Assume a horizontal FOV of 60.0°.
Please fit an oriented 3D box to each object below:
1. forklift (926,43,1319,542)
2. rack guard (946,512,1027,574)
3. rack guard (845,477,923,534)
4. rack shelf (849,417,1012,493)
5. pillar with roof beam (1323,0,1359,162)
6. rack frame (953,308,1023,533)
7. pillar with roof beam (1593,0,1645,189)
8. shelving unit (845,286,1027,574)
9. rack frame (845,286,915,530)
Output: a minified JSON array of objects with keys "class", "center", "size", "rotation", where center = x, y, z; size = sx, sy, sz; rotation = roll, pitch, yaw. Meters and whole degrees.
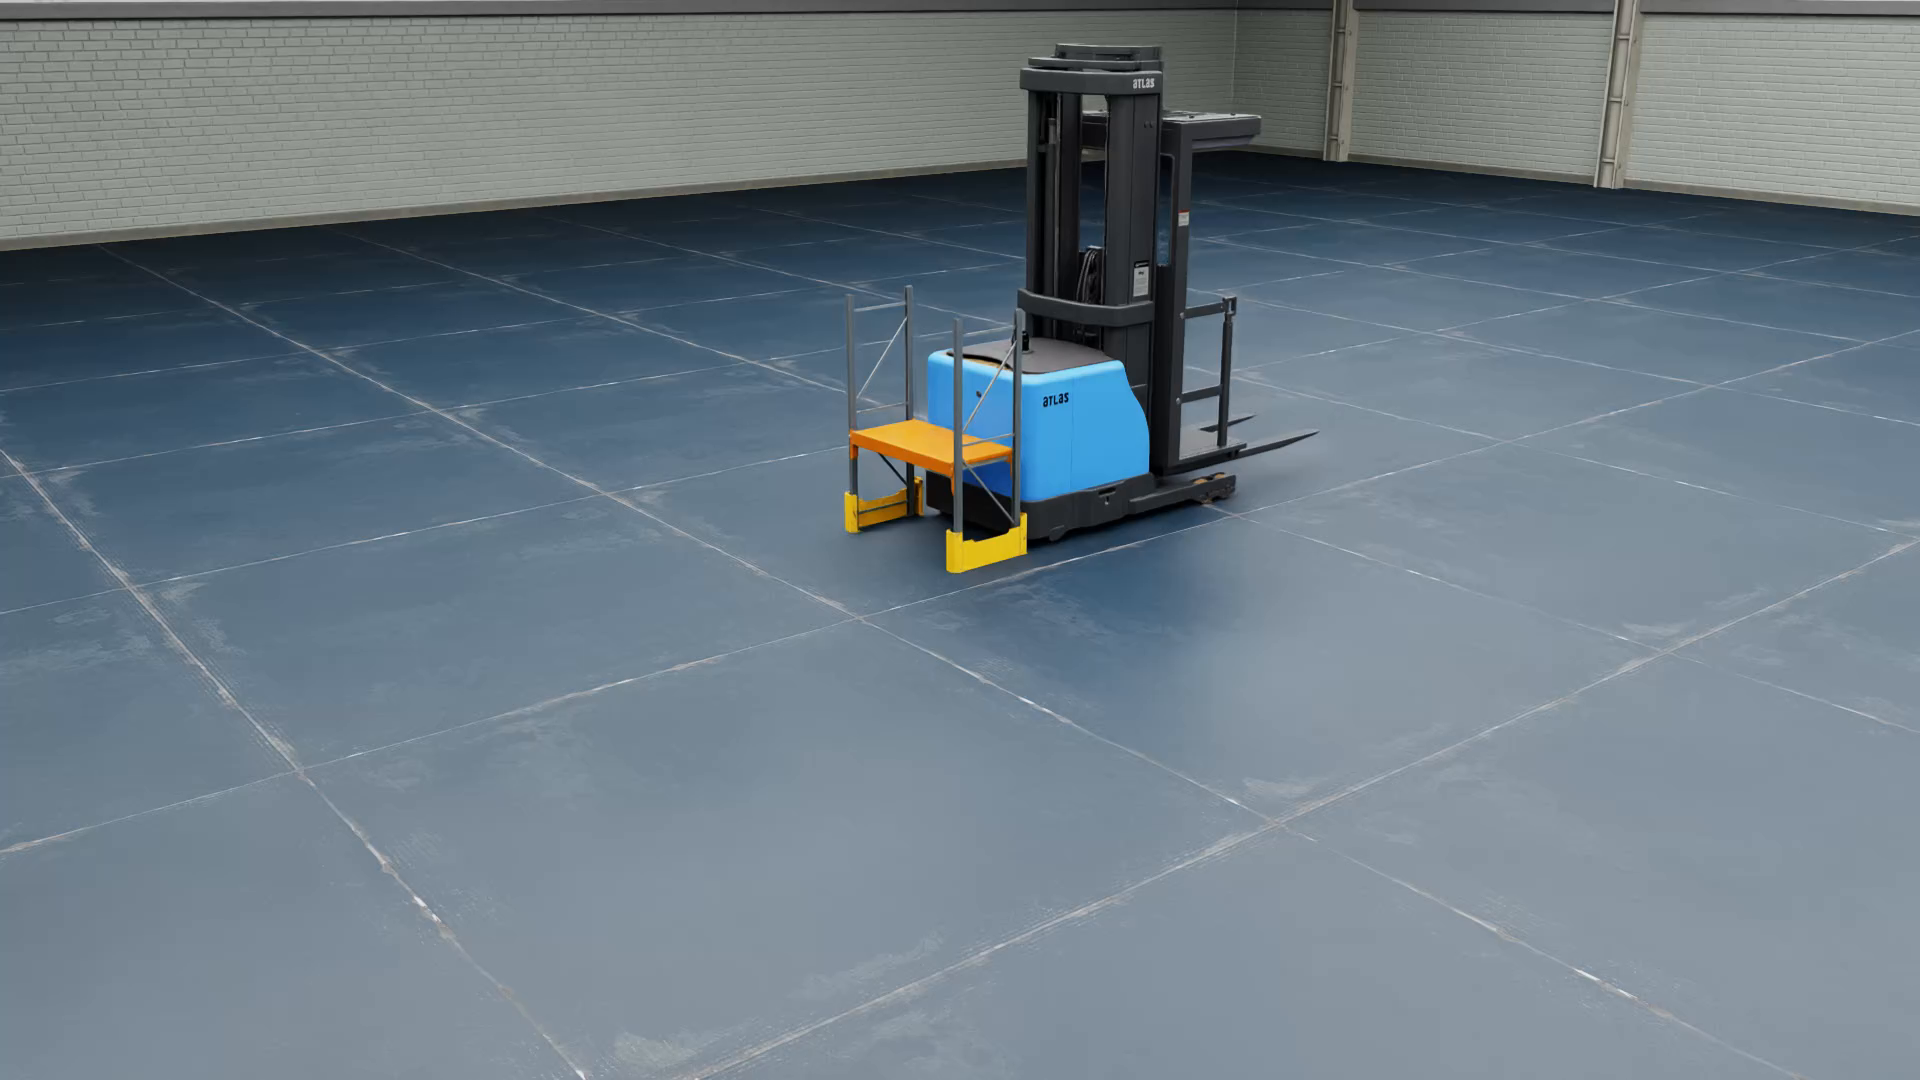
[{"class":"forklift","center":[1.231,-1.744,10.965],"size":[3.031,2.935,1.130],"rotation":[-15,23,-38]},{"class":"rack guard","center":[0.162,0.013,9.925],"size":[0.587,0.250,0.087],"rotation":[-15,23,-38]},{"class":"rack guard","center":[-0.483,-0.226,10.646],"size":[0.587,0.250,0.087],"rotation":[-15,23,-38]},{"class":"rack shelf","center":[-0.166,-0.531,10.152],"size":[0.538,0.185,1.000],"rotation":[-15,23,-38]},{"class":"pillar with roof beam","center":[4.149,-11.031,29.360],"size":[9.100,9.000,0.400],"rotation":[-14,23,-36]},{"class":"rack frame","center":[0.163,-0.580,9.728],"size":[0.500,1.500,0.032],"rotation":[-15,23,-38]},{"class":"pillar with roof beam","center":[7.875,-9.552,24.895],"size":[9.100,9.000,0.400],"rotation":[-14,23,-36]},{"class":"shelving unit","center":[-0.161,-0.700,10.089],"size":[0.587,1.500,1.083],"rotation":[-15,23,-38]},{"class":"rack frame","center":[-0.496,-0.824,10.464],"size":[0.500,1.500,0.032],"rotation":[-15,23,-38]}]
